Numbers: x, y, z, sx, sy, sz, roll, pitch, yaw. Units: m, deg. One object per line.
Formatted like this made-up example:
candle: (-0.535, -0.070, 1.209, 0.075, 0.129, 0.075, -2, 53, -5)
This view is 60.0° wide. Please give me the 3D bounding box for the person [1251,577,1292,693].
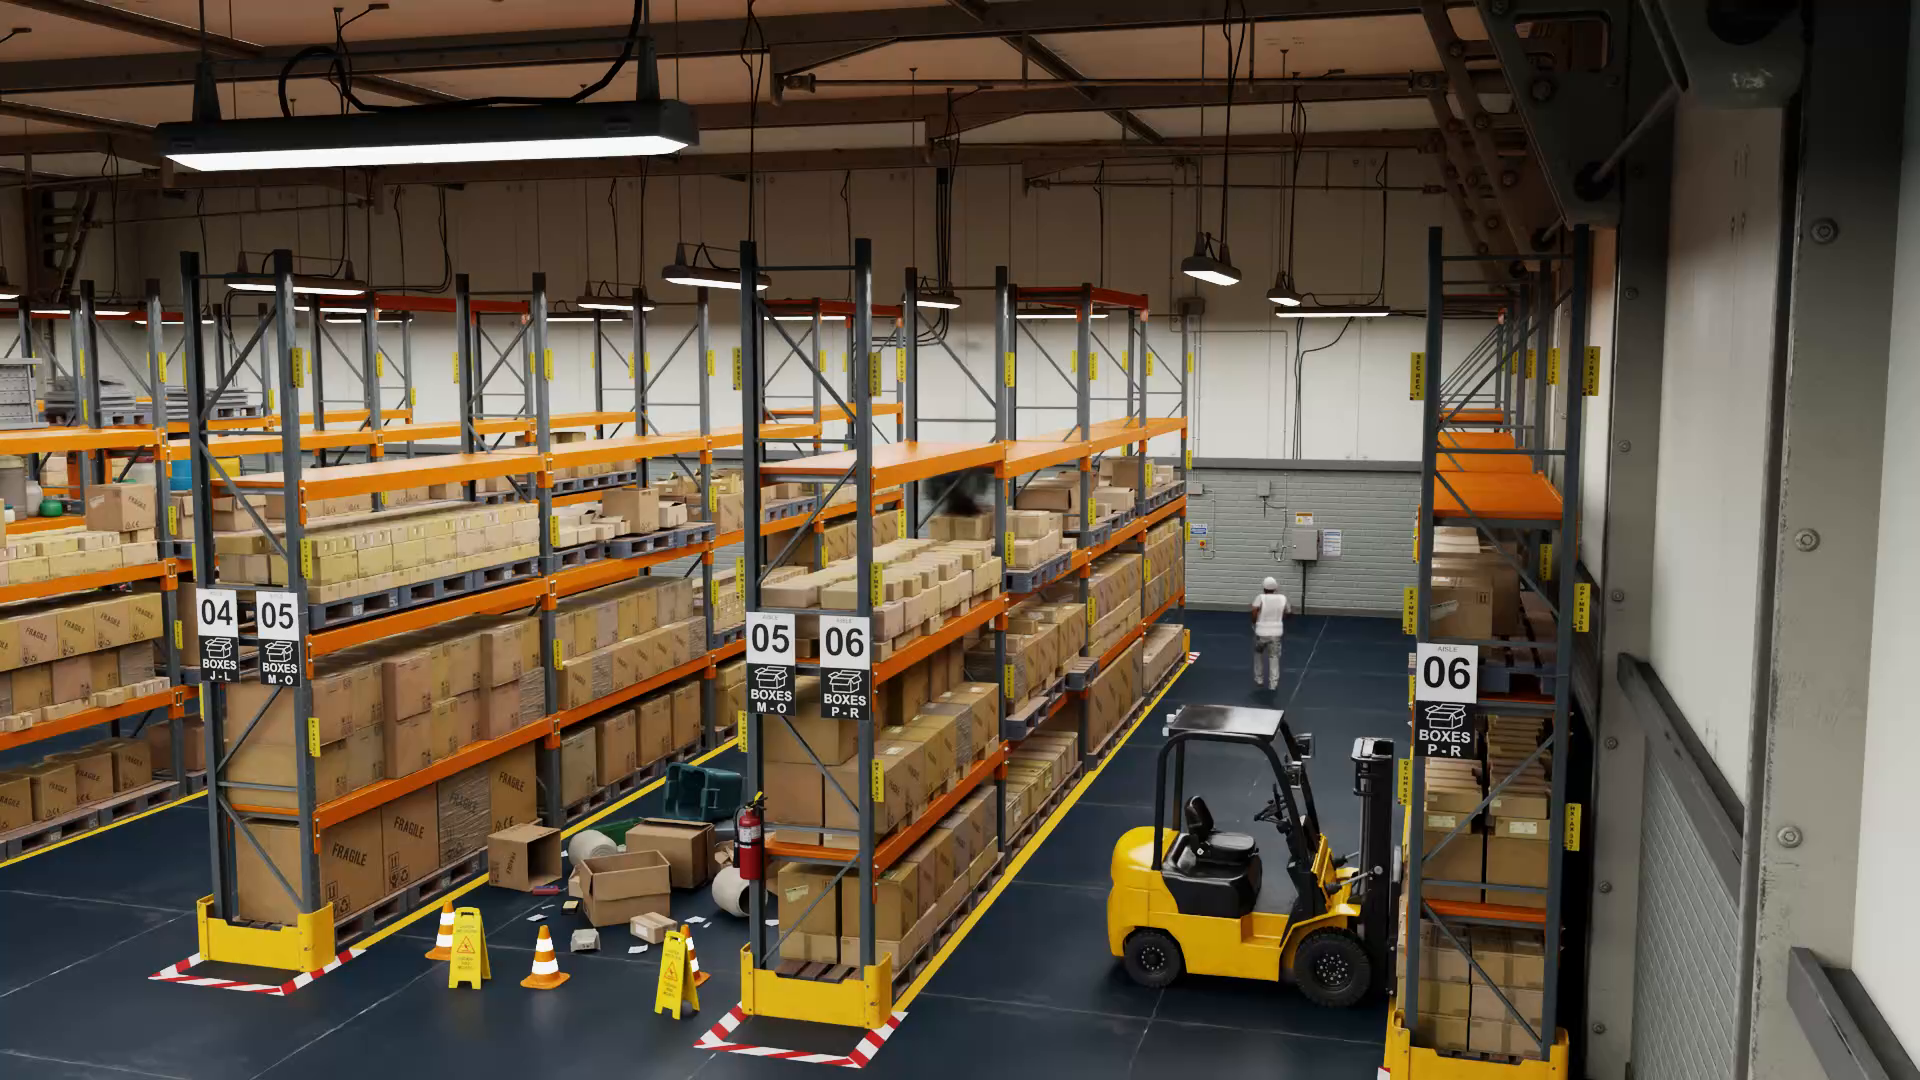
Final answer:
person: (4.707, 1.484, 25.180, 0.651, 1.837, 0.853, 0, 6, 3)
